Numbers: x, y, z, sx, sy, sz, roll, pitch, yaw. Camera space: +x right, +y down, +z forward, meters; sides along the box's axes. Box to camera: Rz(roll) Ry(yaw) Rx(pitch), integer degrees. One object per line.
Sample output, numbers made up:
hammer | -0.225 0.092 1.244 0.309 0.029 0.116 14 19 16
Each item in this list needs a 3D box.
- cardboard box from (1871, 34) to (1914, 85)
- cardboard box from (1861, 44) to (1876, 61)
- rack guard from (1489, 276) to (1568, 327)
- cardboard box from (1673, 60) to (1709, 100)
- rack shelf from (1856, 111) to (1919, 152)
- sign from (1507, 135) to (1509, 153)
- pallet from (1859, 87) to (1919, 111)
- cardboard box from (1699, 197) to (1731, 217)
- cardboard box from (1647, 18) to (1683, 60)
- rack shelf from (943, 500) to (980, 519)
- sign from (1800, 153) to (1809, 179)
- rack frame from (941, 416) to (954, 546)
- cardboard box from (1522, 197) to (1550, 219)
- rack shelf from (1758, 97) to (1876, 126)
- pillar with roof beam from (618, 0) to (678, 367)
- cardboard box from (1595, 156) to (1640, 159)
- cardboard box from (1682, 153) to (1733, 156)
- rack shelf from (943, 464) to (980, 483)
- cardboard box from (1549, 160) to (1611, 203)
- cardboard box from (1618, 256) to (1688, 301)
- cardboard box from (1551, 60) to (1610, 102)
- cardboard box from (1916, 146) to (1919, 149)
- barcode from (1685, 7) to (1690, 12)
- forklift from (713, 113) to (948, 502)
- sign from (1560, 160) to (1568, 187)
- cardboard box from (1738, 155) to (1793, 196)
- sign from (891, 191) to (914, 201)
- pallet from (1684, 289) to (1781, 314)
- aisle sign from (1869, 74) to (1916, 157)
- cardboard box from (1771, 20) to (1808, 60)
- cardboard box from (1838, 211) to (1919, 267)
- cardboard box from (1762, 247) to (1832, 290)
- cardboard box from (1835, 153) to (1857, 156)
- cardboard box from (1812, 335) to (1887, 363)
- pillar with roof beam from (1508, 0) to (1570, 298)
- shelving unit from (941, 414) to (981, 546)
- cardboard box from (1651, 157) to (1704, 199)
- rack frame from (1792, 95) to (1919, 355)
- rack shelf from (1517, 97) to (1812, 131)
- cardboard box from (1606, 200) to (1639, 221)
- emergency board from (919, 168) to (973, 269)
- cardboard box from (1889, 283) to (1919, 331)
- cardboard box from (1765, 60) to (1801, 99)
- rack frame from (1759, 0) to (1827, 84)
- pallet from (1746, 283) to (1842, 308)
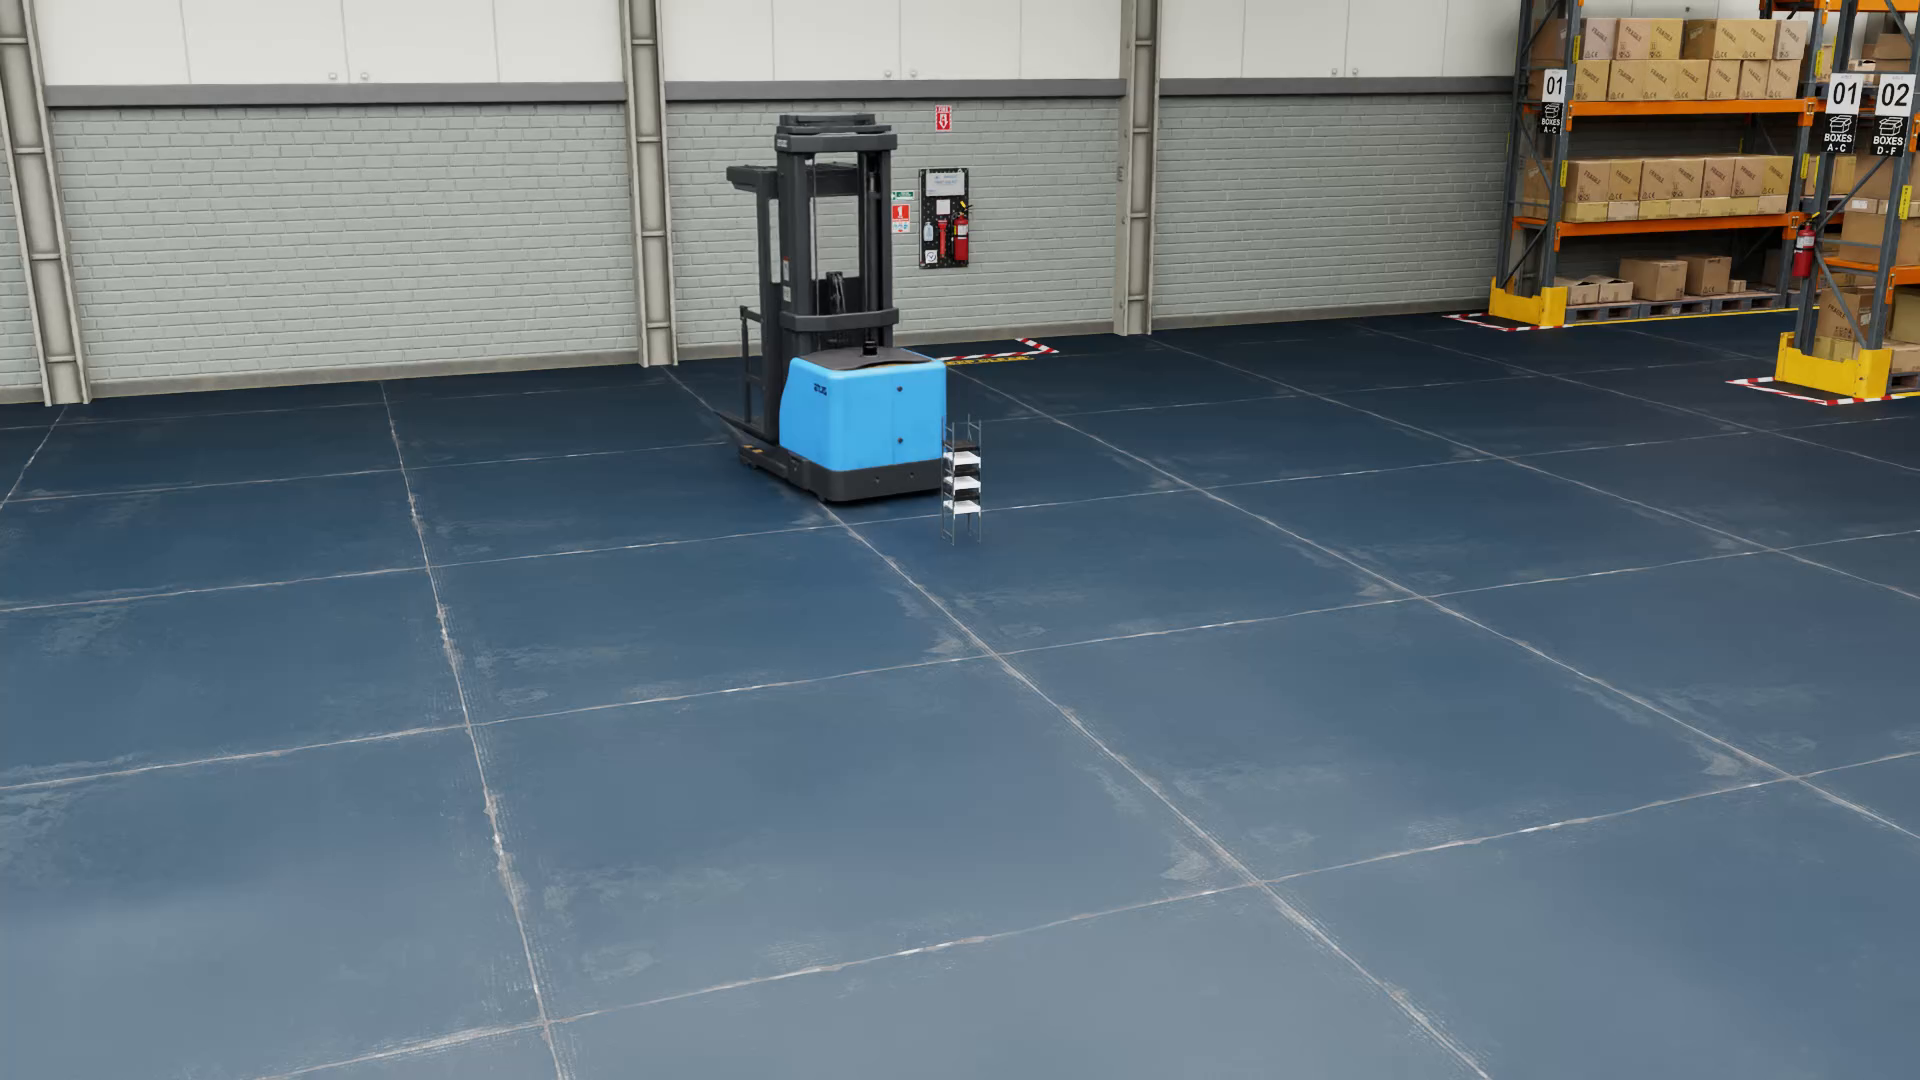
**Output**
cardboard box | 9.742 -4.867 16.847 0.637 0.503 0.797 -5 17 -16
cardboard box | 12.854 -6.606 23.023 0.500 0.500 0.500 -7 18 -22
rack guard | 7.499 -3.164 21.985 0.348 0.500 1.175 -6 17 -20
cardboard box | 9.320 -5.978 21.595 0.500 0.500 0.500 -5 17 -17
rack shelf | 11.072 -4.348 17.535 4.000 0.370 1.077 -6 17 -20
sign | 7.248 -5.211 21.903 0.005 0.325 0.100 -6 17 -20
pallet | 9.874 -4.514 16.979 1.213 0.211 1.003 -6 17 -20
cardboard box | 9.897 -4.466 22.214 0.500 0.250 0.500 -6 17 -20
cardboard box | 8.836 -6.399 21.253 0.500 0.500 0.500 -6 17 -19
rack shelf | 0.008 -0.228 12.034 0.200 0.077 0.258 -6 17 -20
sign | 11.365 -5.032 22.374 0.005 0.325 0.100 -6 17 -20
rack frame | -0.087 -0.422 11.939 0.006 0.900 0.240 -6 17 -20
cardboard box | 7.795 -4.391 21.959 0.500 0.250 0.500 -6 17 -19
rack shelf | 13.031 -6.054 23.345 4.000 0.370 1.077 -6 17 -20
pillar with roof beam | -1.893 -5.190 13.799 0.400 9.000 9.100 -6 17 -20
cardboard box | 8.747 -4.858 22.217 0.500 0.500 0.500 -7 18 -22
cardboard box | 10.165 -5.013 22.744 0.500 0.500 0.500 -6 17 -20
rack shelf | 0.008 -0.487 11.958 0.200 0.077 0.258 -6 17 -20
cardboard box | 7.982 -4.622 21.414 0.500 0.500 0.500 -6 17 -20
cardboard box | 9.342 -3.532 22.456 0.500 0.500 0.700 -7 18 -24
cardboard box | 7.830 -5.820 21.058 0.500 0.500 0.500 -6 17 -19
cardboard box | 10.183 -3.826 17.325 0.500 0.500 0.700 -7 18 -22
barcode | 9.712 -7.082 22.197 0.075 0.075 0.001 -6 17 -20
forklift | -1.254 -2.069 13.940 1.130 2.935 3.031 -9 19 -28
sign | 7.623 -4.628 20.998 0.005 0.325 0.100 -6 17 -20
cardboard box | 10.833 -4.927 22.453 0.500 0.500 0.500 -6 17 -20
sign | -0.697 -4.050 19.564 0.331 0.109 0.001 -6 17 -20
pallet | 10.549 -3.344 23.110 1.213 0.211 1.003 -6 17 -20
aisle sign | 9.253 -4.213 16.506 0.004 0.787 0.394 -6 17 -20
cardboard box | 10.793 -6.613 21.984 0.500 0.500 0.500 -8 18 -25
cardboard box | 9.645 -3.144 17.304 0.500 0.500 0.700 -6 17 -20
cardboard box | 11.845 -3.849 23.537 0.500 0.500 0.700 -6 17 -18
cardboard box | 12.779 -5.189 23.487 0.500 0.500 0.700 -4 17 -12
cardboard box | 9.599 -2.067 17.946 0.500 0.250 0.500 -6 17 -20
pillar with roof beam | 9.313 -6.399 17.919 0.400 9.000 9.100 -6 17 -20
shelving unit | 0.008 -0.433 11.974 0.210 0.900 0.258 -6 17 -20
cardboard box | 9.409 -4.775 21.934 0.500 0.500 0.500 -6 17 -18
rack frame | 9.204 -3.052 17.169 0.127 3.000 1.000 -6 17 -20
rack shelf | 9.296 -5.651 21.972 4.000 0.370 1.077 -6 17 -20
cardboard box | 8.477 -4.315 21.699 0.500 0.250 0.500 -7 18 -22
emergency board | -0.152 -3.810 19.747 0.643 1.169 0.194 -6 17 -20
cardboard box | 10.527 -2.532 18.199 0.500 0.500 0.500 -6 17 -20
cardboard box | 10.778 -6.139 22.144 0.500 0.500 0.500 -6 17 -19
rack frame | 11.163 -7.637 22.134 0.127 3.000 1.000 -6 17 -20
pallet | 11.890 -3.500 23.641 1.213 0.211 1.003 -6 17 -20
